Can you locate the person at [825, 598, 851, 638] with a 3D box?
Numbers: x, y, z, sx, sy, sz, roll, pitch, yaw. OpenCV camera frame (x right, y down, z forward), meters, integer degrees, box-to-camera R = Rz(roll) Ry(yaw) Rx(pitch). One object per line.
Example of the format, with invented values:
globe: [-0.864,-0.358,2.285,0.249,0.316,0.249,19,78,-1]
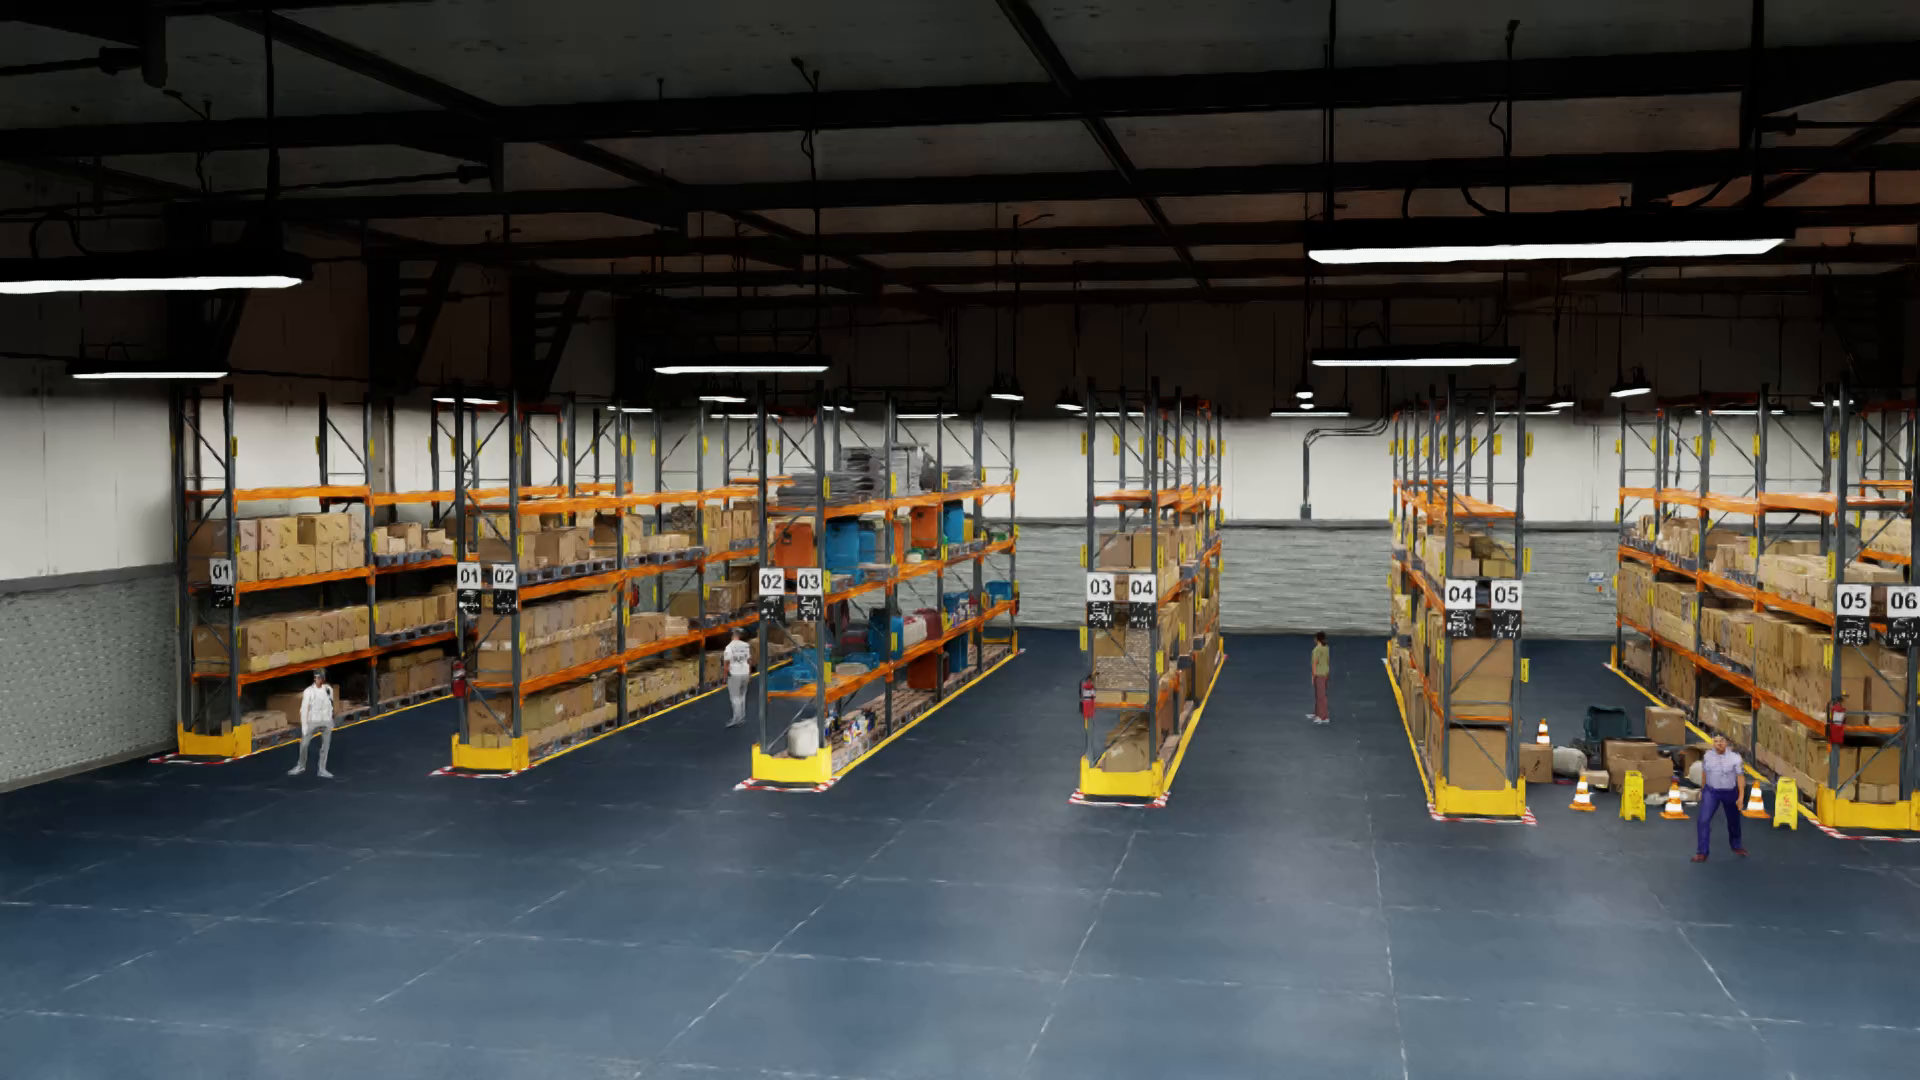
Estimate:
person: [-2.953,1.911,39.737,0.598,1.698,1.193,1,3,14]

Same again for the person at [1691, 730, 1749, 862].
person: [9.227,3.081,20.126,0.526,1.589,0.947,2,4,35]

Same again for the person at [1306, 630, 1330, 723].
person: [6.510,2.461,30.184,0.569,1.662,0.534,3,4,39]

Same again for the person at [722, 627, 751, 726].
person: [-4.026,2.439,29.960,0.562,1.754,0.623,3,4,40]

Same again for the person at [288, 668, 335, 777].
person: [-9.831,2.766,25.208,0.668,1.665,0.489,-2,4,-32]
